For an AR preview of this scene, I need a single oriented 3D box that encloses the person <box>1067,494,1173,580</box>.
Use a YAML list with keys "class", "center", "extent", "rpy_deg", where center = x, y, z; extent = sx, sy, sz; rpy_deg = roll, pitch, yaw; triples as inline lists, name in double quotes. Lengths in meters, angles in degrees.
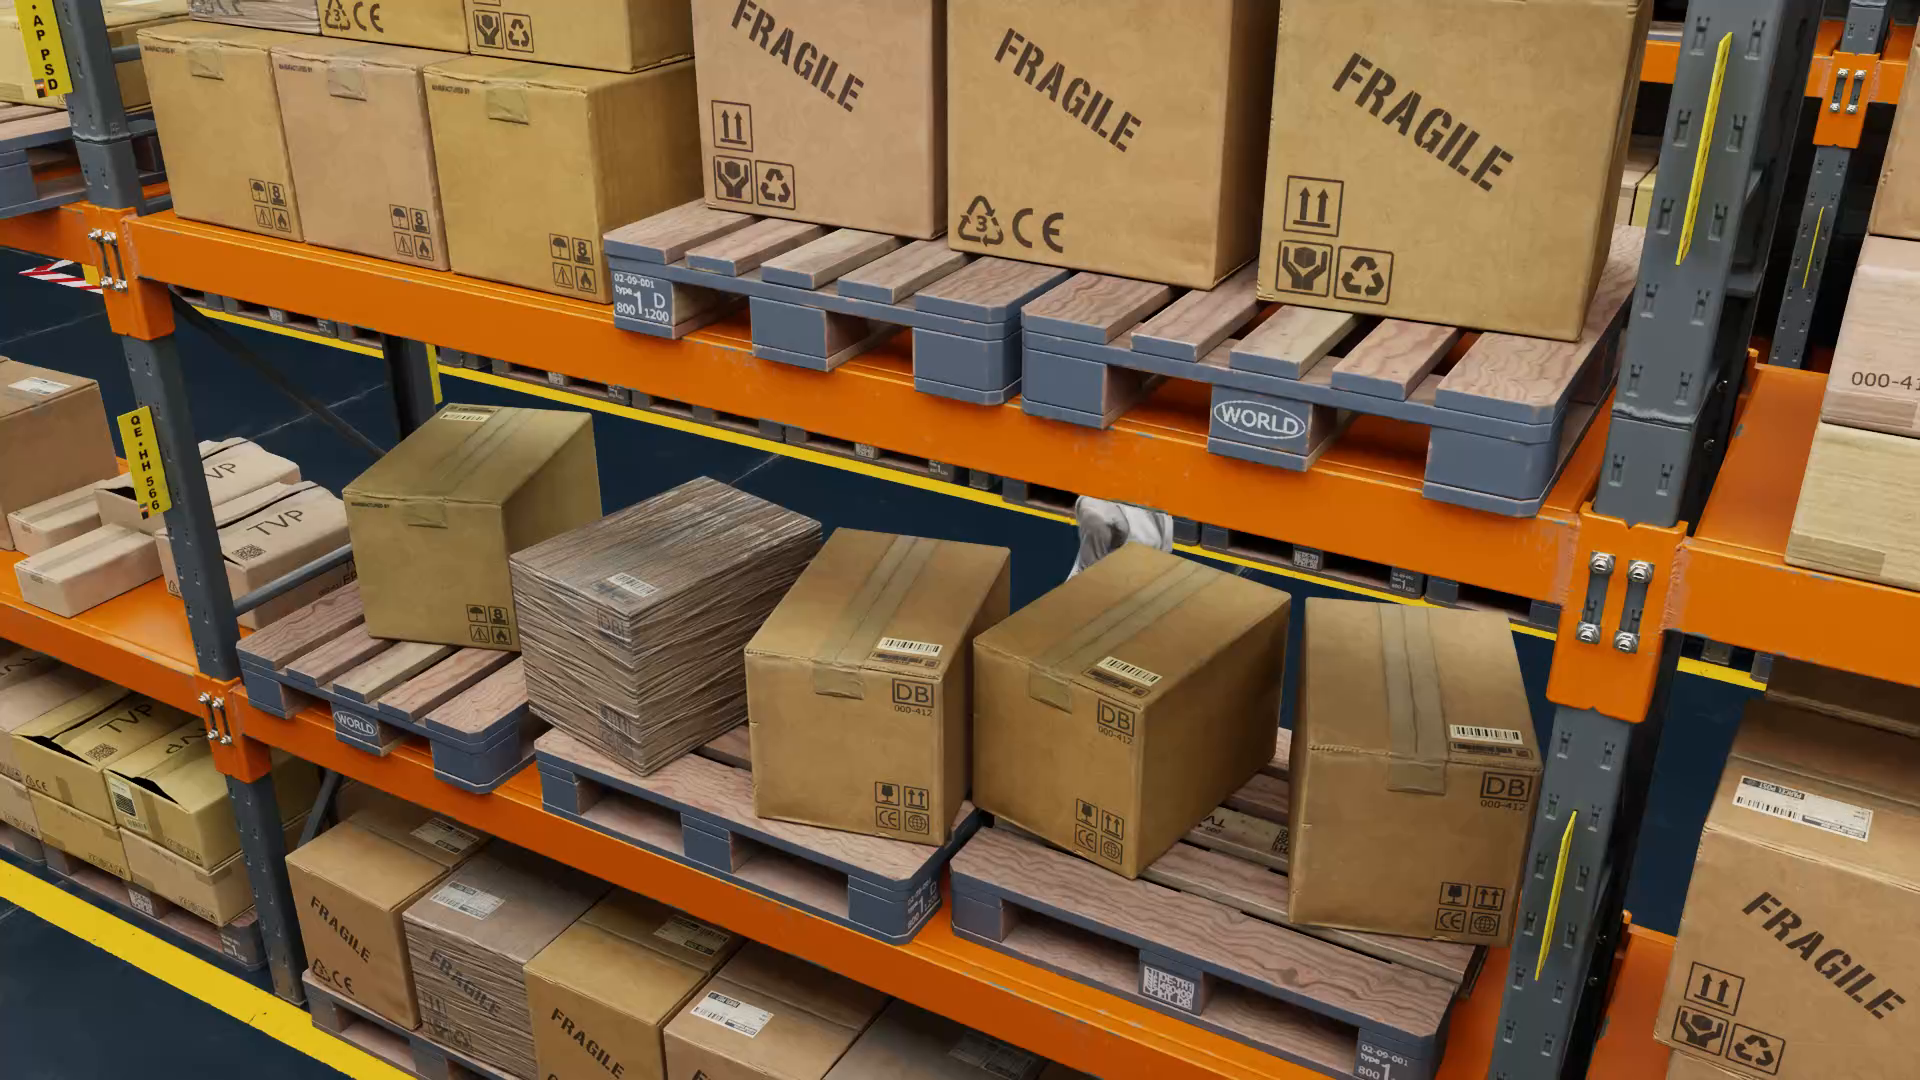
- class: "person"
  center: [0.684, 0.252, 6.553]
  extent: [0.860, 1.731, 0.647]
  rpy_deg: [17, 31, 31]
